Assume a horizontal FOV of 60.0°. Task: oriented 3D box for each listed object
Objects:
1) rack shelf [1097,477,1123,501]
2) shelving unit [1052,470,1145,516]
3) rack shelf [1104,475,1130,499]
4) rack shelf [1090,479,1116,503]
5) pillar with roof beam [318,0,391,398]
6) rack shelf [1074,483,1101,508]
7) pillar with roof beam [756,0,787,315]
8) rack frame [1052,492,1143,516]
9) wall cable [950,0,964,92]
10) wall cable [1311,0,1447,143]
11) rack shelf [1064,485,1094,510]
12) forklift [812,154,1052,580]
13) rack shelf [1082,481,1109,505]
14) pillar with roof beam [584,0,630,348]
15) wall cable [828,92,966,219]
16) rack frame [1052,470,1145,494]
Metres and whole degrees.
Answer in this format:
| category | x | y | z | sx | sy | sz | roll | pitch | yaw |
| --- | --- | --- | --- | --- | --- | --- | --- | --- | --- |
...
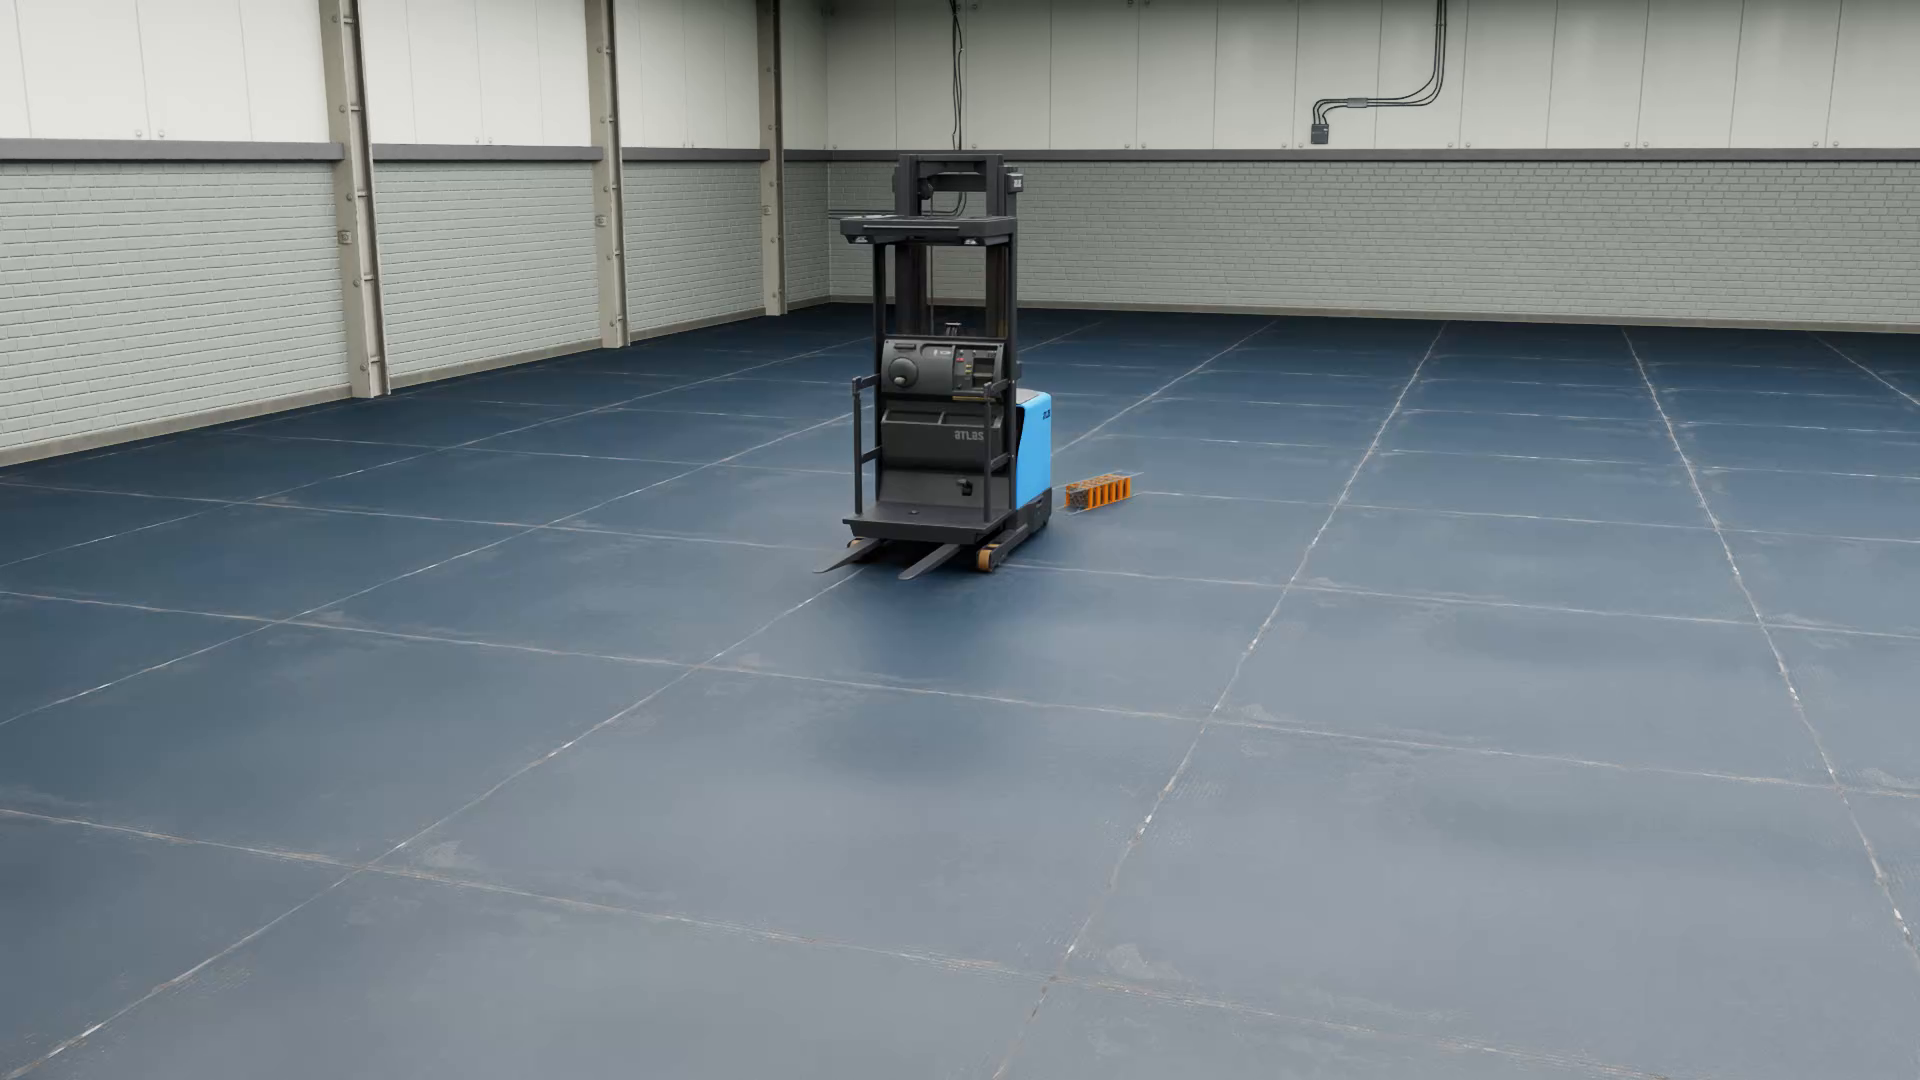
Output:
| category | x | y | z | sx | sy | sz | roll | pitch | yaw |
| --- | --- | --- | --- | --- | --- | --- | --- | --- | --- |
| rack shelf | 1.297 | -0.452 | 14.534 | 0.258 | 0.180 | 0.103 | 10 | 16 | 36 |
| shelving unit | 1.178 | -0.418 | 14.382 | 0.258 | 0.189 | 1.200 | 10 | 16 | 36 |
| rack shelf | 1.370 | -0.473 | 14.627 | 0.258 | 0.180 | 0.103 | 10 | 16 | 36 |
| rack shelf | 1.224 | -0.431 | 14.441 | 0.258 | 0.180 | 0.103 | 10 | 16 | 36 |
| pillar with roof beam | -3.359 | -5.900 | 18.616 | 9.100 | 9.000 | 0.400 | 4 | 14 | 18 |
| rack shelf | 1.079 | -0.388 | 14.255 | 0.258 | 0.180 | 0.103 | 10 | 16 | 36 |
| pillar with roof beam | 0.524 | -8.427 | 29.686 | 9.100 | 9.000 | 0.400 | 4 | 14 | 18 |
| rack frame | 1.178 | -0.328 | 14.402 | 0.240 | 0.006 | 1.200 | 10 | 16 | 36 |
| wall cable | 1.215 | -10.016 | 32.275 | 3.097 | 2.526 | 0.112 | 4 | 14 | 18 |
| wall cable | 7.632 | -10.233 | 29.957 | 2.305 | 6.003 | 0.169 | 4 | 14 | 18 |
| rack shelf | 1.006 | -0.367 | 14.162 | 0.258 | 0.180 | 0.103 | 10 | 16 | 36 |
| forklift | -0.194 | -1.297 | 12.083 | 1.130 | 2.935 | 3.031 | 4 | 14 | 18 |
| rack shelf | 1.151 | -0.410 | 14.348 | 0.258 | 0.180 | 0.103 | 10 | 16 | 36 |
| pillar with roof beam | -1.418 | -7.164 | 24.151 | 9.100 | 9.000 | 0.400 | 4 | 14 | 18 |
| wall cable | -1.345 | -7.748 | 33.690 | 3.097 | 2.526 | 0.112 | 4 | 14 | 18 |
| rack frame | 1.178 | -0.507 | 14.362 | 0.240 | 0.006 | 1.200 | 10 | 16 | 36 |
